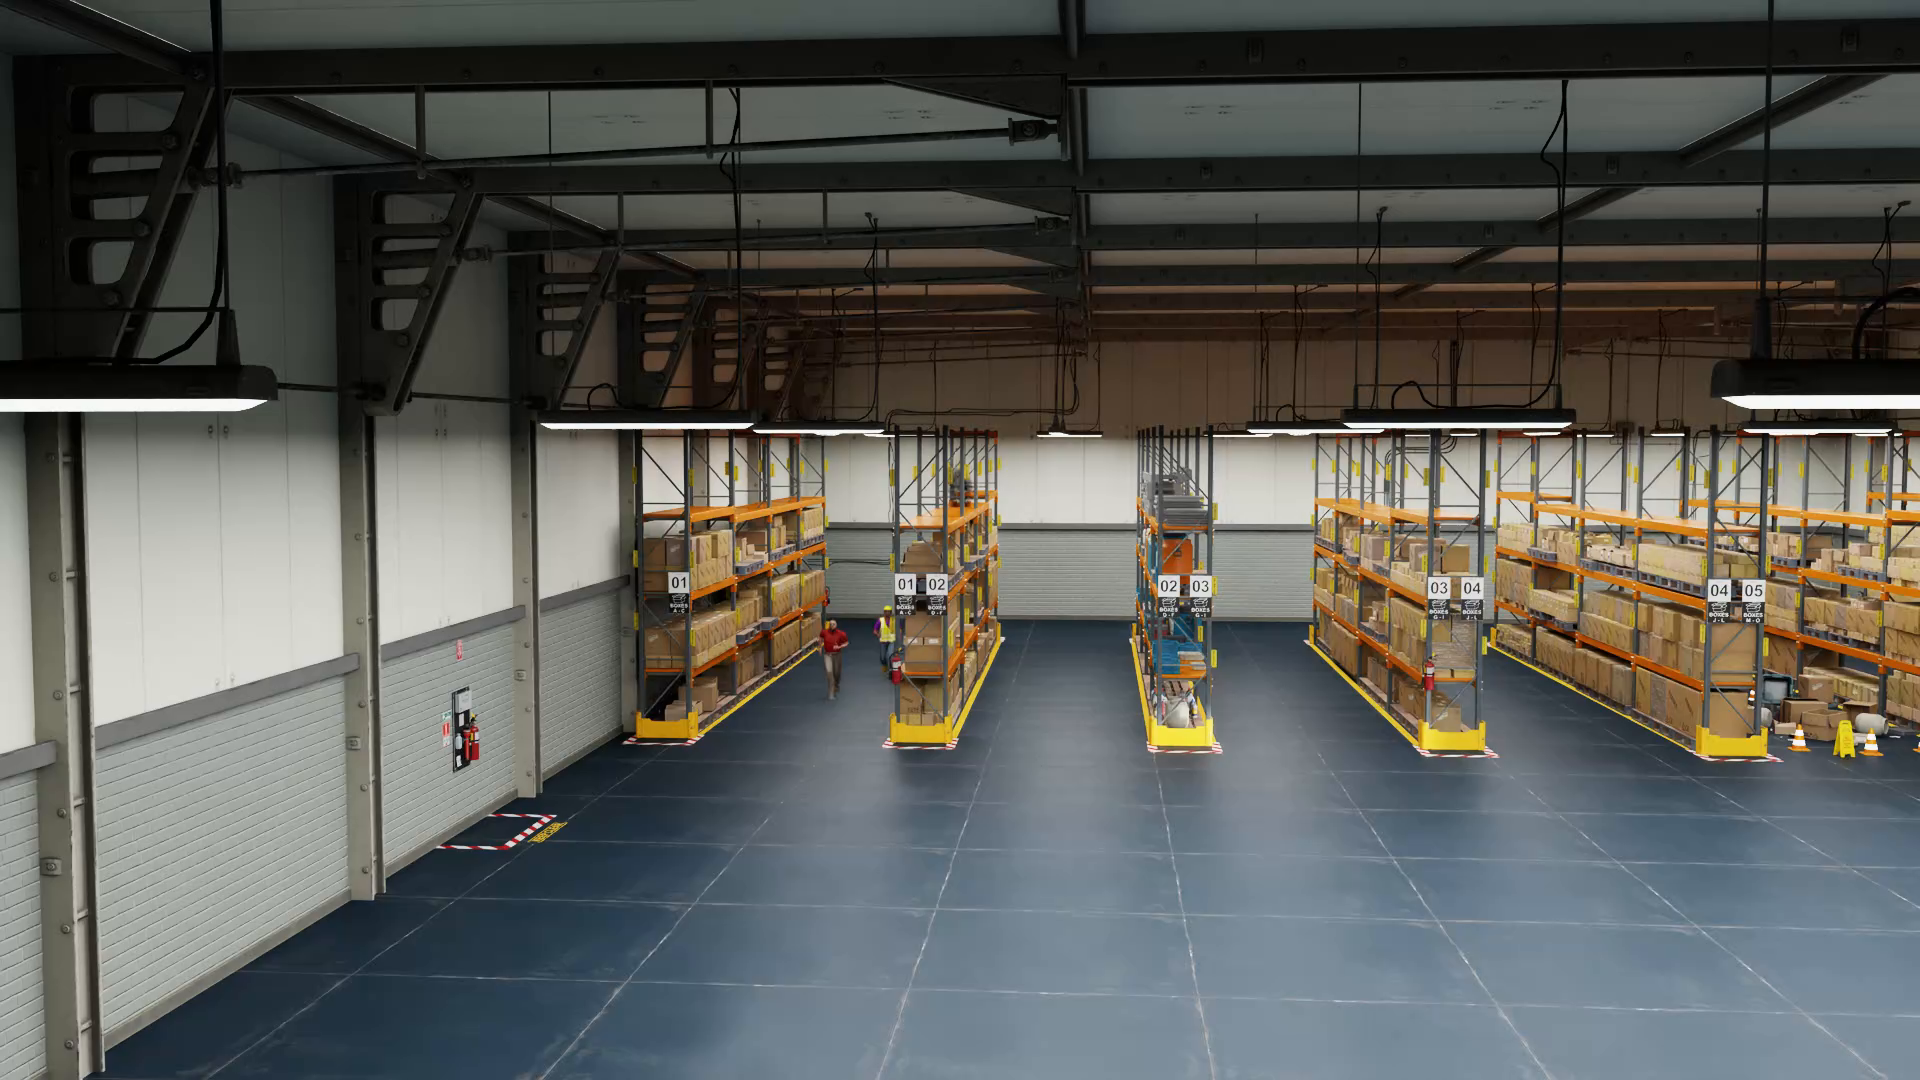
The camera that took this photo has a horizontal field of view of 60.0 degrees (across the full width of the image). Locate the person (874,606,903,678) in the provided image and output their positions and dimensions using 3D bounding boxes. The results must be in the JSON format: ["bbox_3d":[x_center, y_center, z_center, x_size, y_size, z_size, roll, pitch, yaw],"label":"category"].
[{"bbox_3d":[-1.727,2.453,40.066,0.714,1.733,0.791,0,3,0],"label":"person"}]

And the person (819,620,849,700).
[{"bbox_3d":[-2.818,2.678,37.128,0.687,1.685,1.010,0,3,2],"label":"person"}]
